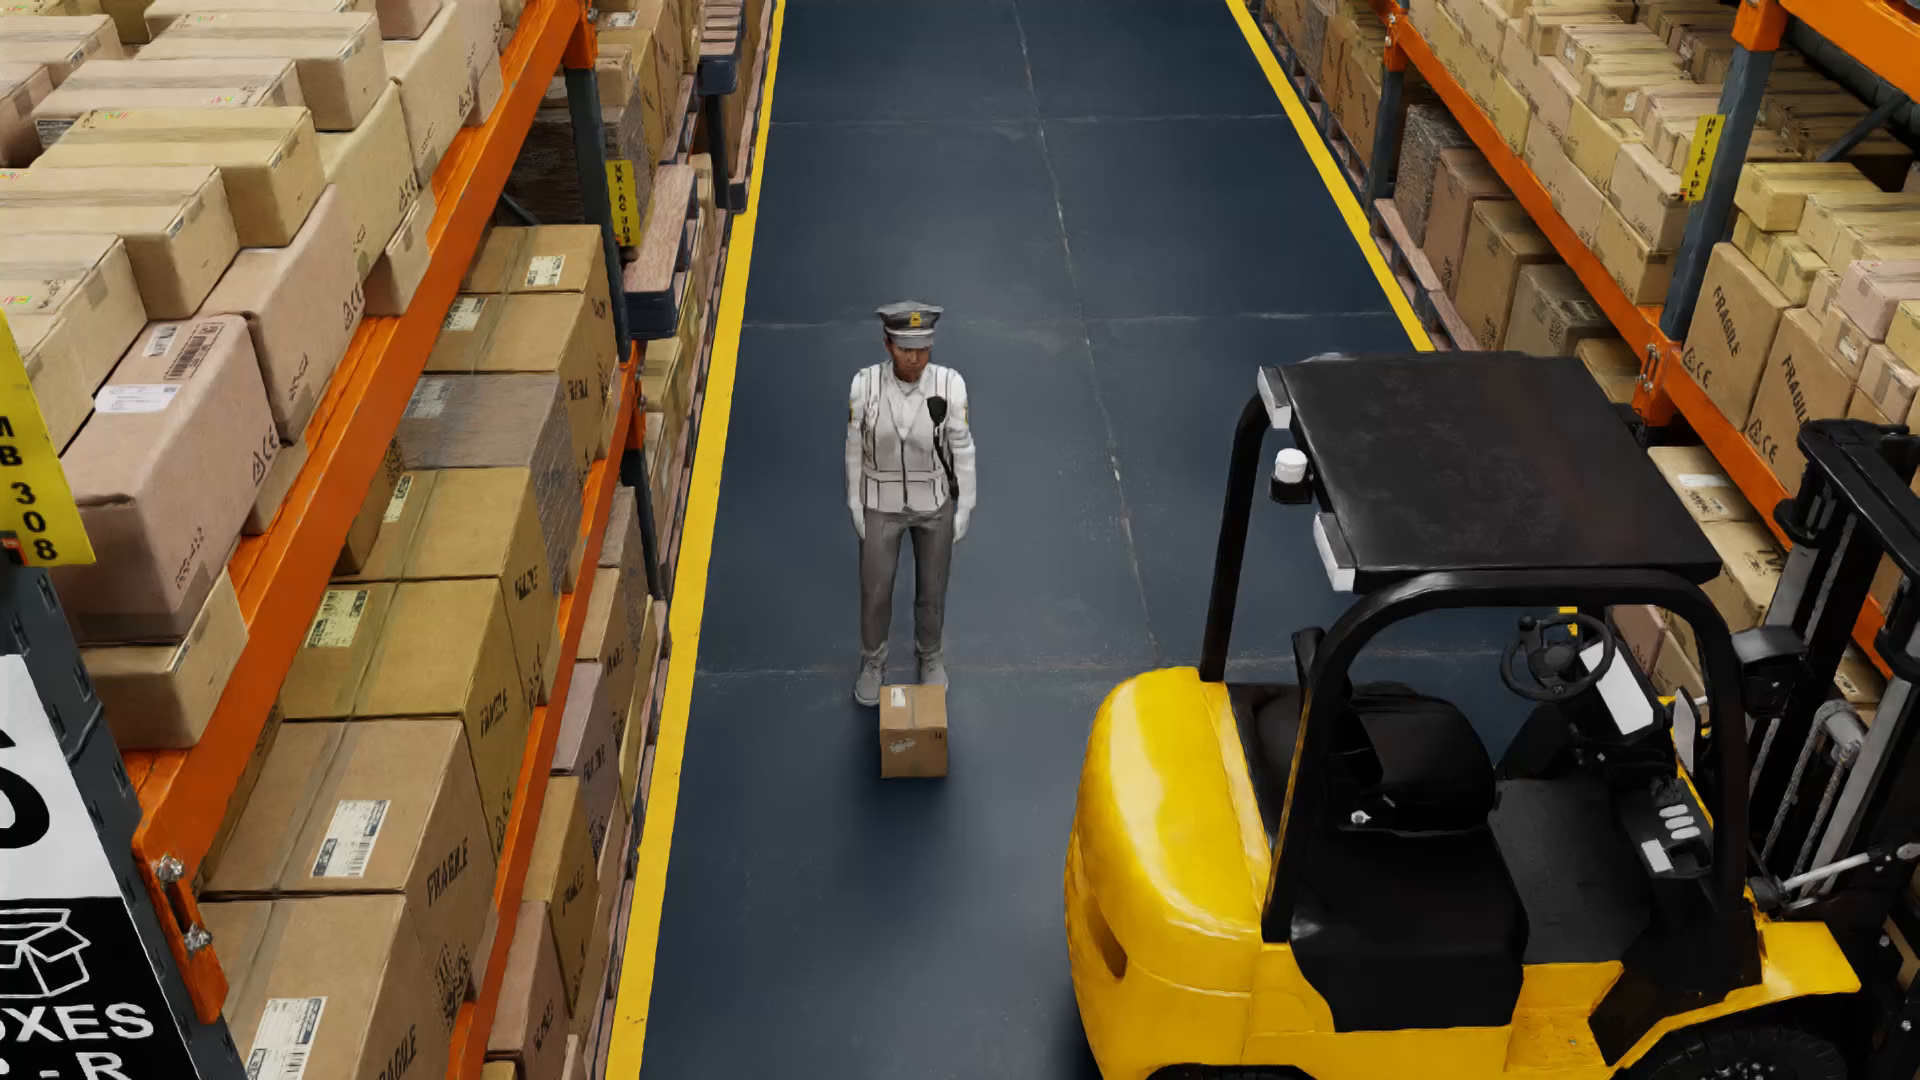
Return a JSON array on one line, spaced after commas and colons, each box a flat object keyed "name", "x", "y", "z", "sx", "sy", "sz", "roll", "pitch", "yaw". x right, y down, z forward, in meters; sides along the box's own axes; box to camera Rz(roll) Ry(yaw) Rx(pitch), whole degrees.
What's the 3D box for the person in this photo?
[{"name": "person", "x": -0.184, "y": -0.132, "z": 6.307, "sx": 0.494, "sy": 1.691, "sz": 0.385, "roll": -1, "pitch": 35, "yaw": -1}]
